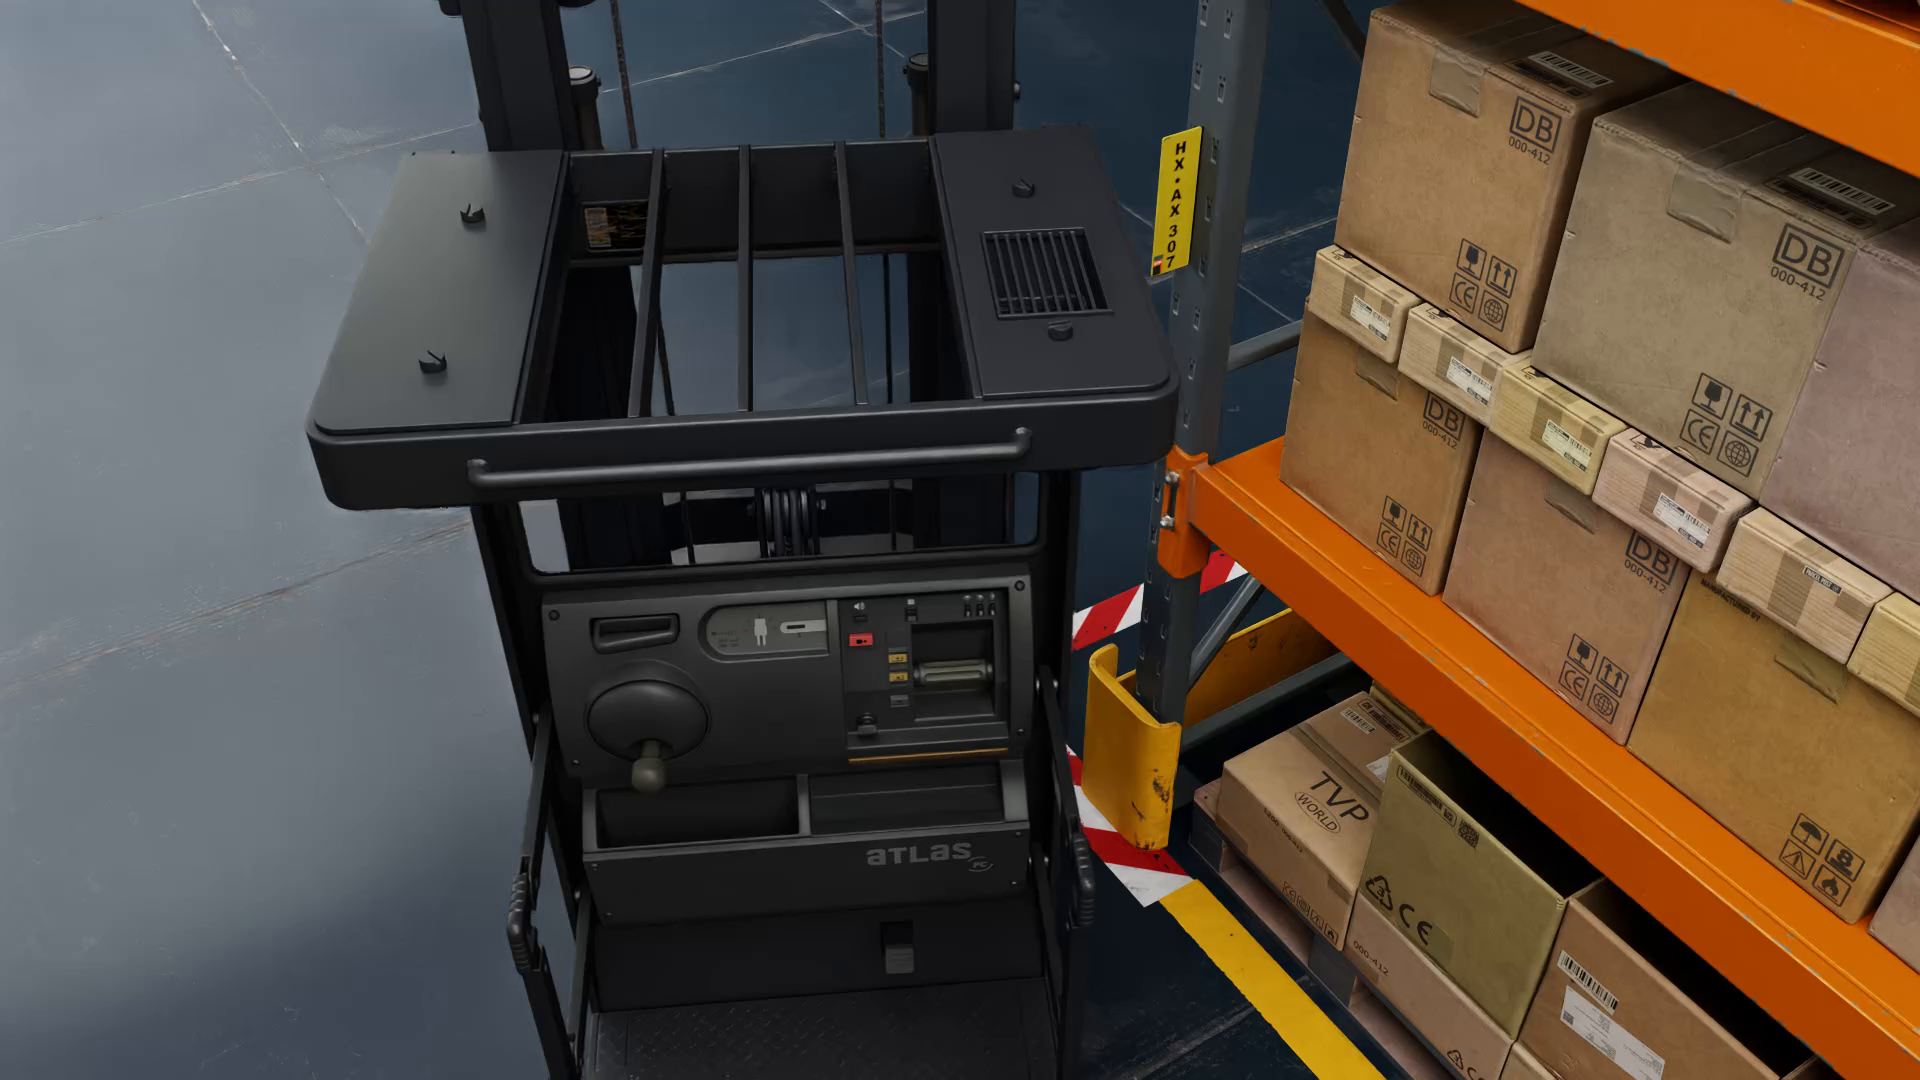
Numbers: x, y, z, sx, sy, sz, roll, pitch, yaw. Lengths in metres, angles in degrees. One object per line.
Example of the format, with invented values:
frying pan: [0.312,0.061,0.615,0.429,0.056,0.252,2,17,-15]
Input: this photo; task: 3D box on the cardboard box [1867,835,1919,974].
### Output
cardboard box: [2.004,0.514,2.712,0.700,0.500,0.500,-21,44,-23]

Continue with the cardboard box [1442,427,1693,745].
cardboard box: [1.455,-0.039,3.375,0.700,0.500,0.500,-21,44,-23]

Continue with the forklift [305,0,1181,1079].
forklift: [-0.300,0.346,3.045,1.130,2.935,3.031,-4,40,-4]

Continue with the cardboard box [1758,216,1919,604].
cardboard box: [1.756,-0.237,2.599,0.700,0.500,0.500,-22,45,-24]

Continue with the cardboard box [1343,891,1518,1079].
cardboard box: [1.301,0.991,4.037,0.500,0.250,0.500,-22,45,-24]

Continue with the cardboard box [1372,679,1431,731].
cardboard box: [1.468,0.255,4.334,0.500,0.500,0.500,-22,45,-24]

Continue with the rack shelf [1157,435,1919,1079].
rack shelf: [2.004,0.817,2.988,1.077,0.370,4.000,-22,45,-24]

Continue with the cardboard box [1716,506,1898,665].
cardboard box: [1.514,0.016,2.802,0.380,0.149,0.250,-24,45,-26]

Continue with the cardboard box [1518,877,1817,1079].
cardboard box: [1.579,0.969,3.478,0.500,0.500,0.500,-22,45,-24]

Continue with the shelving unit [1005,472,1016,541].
shelving unit: [0.029,-0.374,5.379,0.215,1.050,0.252,-22,45,-24]

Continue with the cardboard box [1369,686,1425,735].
cardboard box: [1.466,0.544,4.574,0.500,0.250,0.500,-22,45,-24]

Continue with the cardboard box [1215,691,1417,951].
cardboard box: [1.029,0.723,4.360,0.500,0.250,0.500,-22,45,-24]

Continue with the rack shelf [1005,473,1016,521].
rack shelf: [0.029,-0.153,5.564,0.215,0.259,0.240,-22,45,-24]

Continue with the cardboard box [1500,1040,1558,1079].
cardboard box: [1.570,1.261,3.713,0.500,0.250,0.500,-22,45,-24]

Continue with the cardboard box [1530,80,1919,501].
cardboard box: [1.485,-0.508,2.925,0.700,0.500,0.500,-23,45,-25]

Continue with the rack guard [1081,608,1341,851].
rack guard: [0.916,0.409,4.869,1.175,0.500,0.348,-22,45,-24]

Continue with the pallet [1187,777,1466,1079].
pallet: [1.375,0.931,4.468,1.003,0.211,1.213,-22,45,-24]

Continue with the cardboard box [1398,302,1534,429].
cardboard box: [1.102,-0.399,3.300,0.380,0.149,0.250,-23,45,-25]

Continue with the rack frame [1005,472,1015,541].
rack frame: [0.094,-0.309,5.300,0.200,1.050,0.008,-22,45,-24]

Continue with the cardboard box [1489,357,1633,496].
cardboard box: [1.235,-0.264,3.138,0.380,0.149,0.250,-22,45,-24]

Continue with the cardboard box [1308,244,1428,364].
cardboard box: [0.958,-0.540,3.470,0.380,0.149,0.250,-23,45,-25]

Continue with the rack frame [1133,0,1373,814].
rack frame: [0.929,-0.539,4.053,1.000,3.000,0.127,-22,45,-24]

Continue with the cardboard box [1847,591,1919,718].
cardboard box: [1.652,0.154,2.637,0.380,0.149,0.250,-23,45,-25]

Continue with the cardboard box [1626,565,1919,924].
cardboard box: [1.717,0.231,3.051,0.700,0.500,0.500,-22,45,-24]

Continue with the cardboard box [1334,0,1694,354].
cardboard box: [1.197,-0.790,3.264,0.700,0.500,0.500,-22,45,-24]

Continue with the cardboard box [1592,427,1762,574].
cardboard box: [1.369,-0.127,2.974,0.380,0.149,0.250,-23,45,-25]

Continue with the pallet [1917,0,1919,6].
pallet: [1.947,-0.607,1.861,1.003,0.211,1.213,-22,45,-24]

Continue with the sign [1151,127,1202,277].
sign: [0.457,-0.714,3.525,0.100,0.325,0.005,-22,45,-24]

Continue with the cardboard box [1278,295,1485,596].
cardboard box: [1.169,-0.321,3.713,0.700,0.500,0.500,-22,45,-24]

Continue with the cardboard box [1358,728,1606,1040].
cardboard box: [1.300,0.704,3.796,0.500,0.500,0.500,-22,45,-24]
